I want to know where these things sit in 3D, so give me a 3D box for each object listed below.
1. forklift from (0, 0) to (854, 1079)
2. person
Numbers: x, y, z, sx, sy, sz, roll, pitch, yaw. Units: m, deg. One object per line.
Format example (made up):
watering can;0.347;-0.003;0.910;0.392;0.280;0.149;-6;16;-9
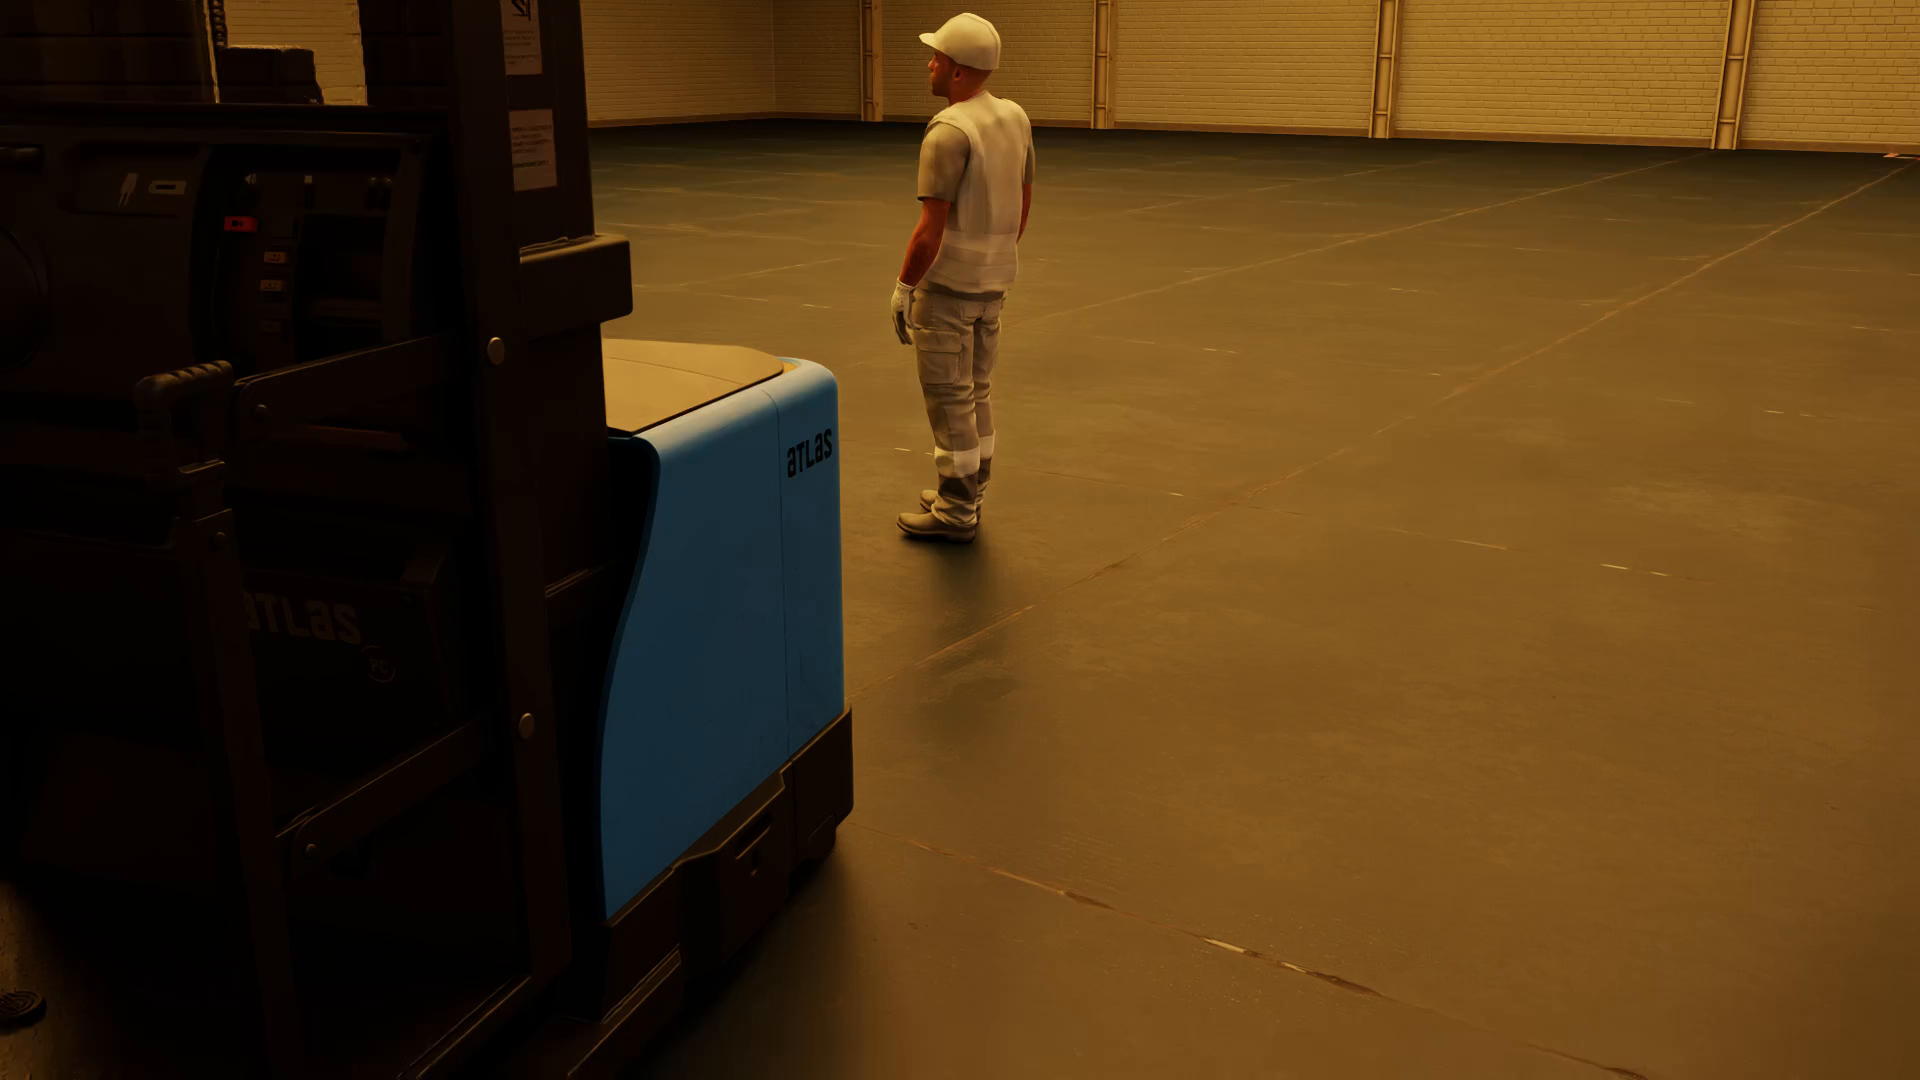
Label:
forklift;-1.221;-0.404;2.182;1.130;2.935;3.031;6;18;19
person;-0.060;-0.880;5.743;0.562;1.790;0.637;11;20;33
